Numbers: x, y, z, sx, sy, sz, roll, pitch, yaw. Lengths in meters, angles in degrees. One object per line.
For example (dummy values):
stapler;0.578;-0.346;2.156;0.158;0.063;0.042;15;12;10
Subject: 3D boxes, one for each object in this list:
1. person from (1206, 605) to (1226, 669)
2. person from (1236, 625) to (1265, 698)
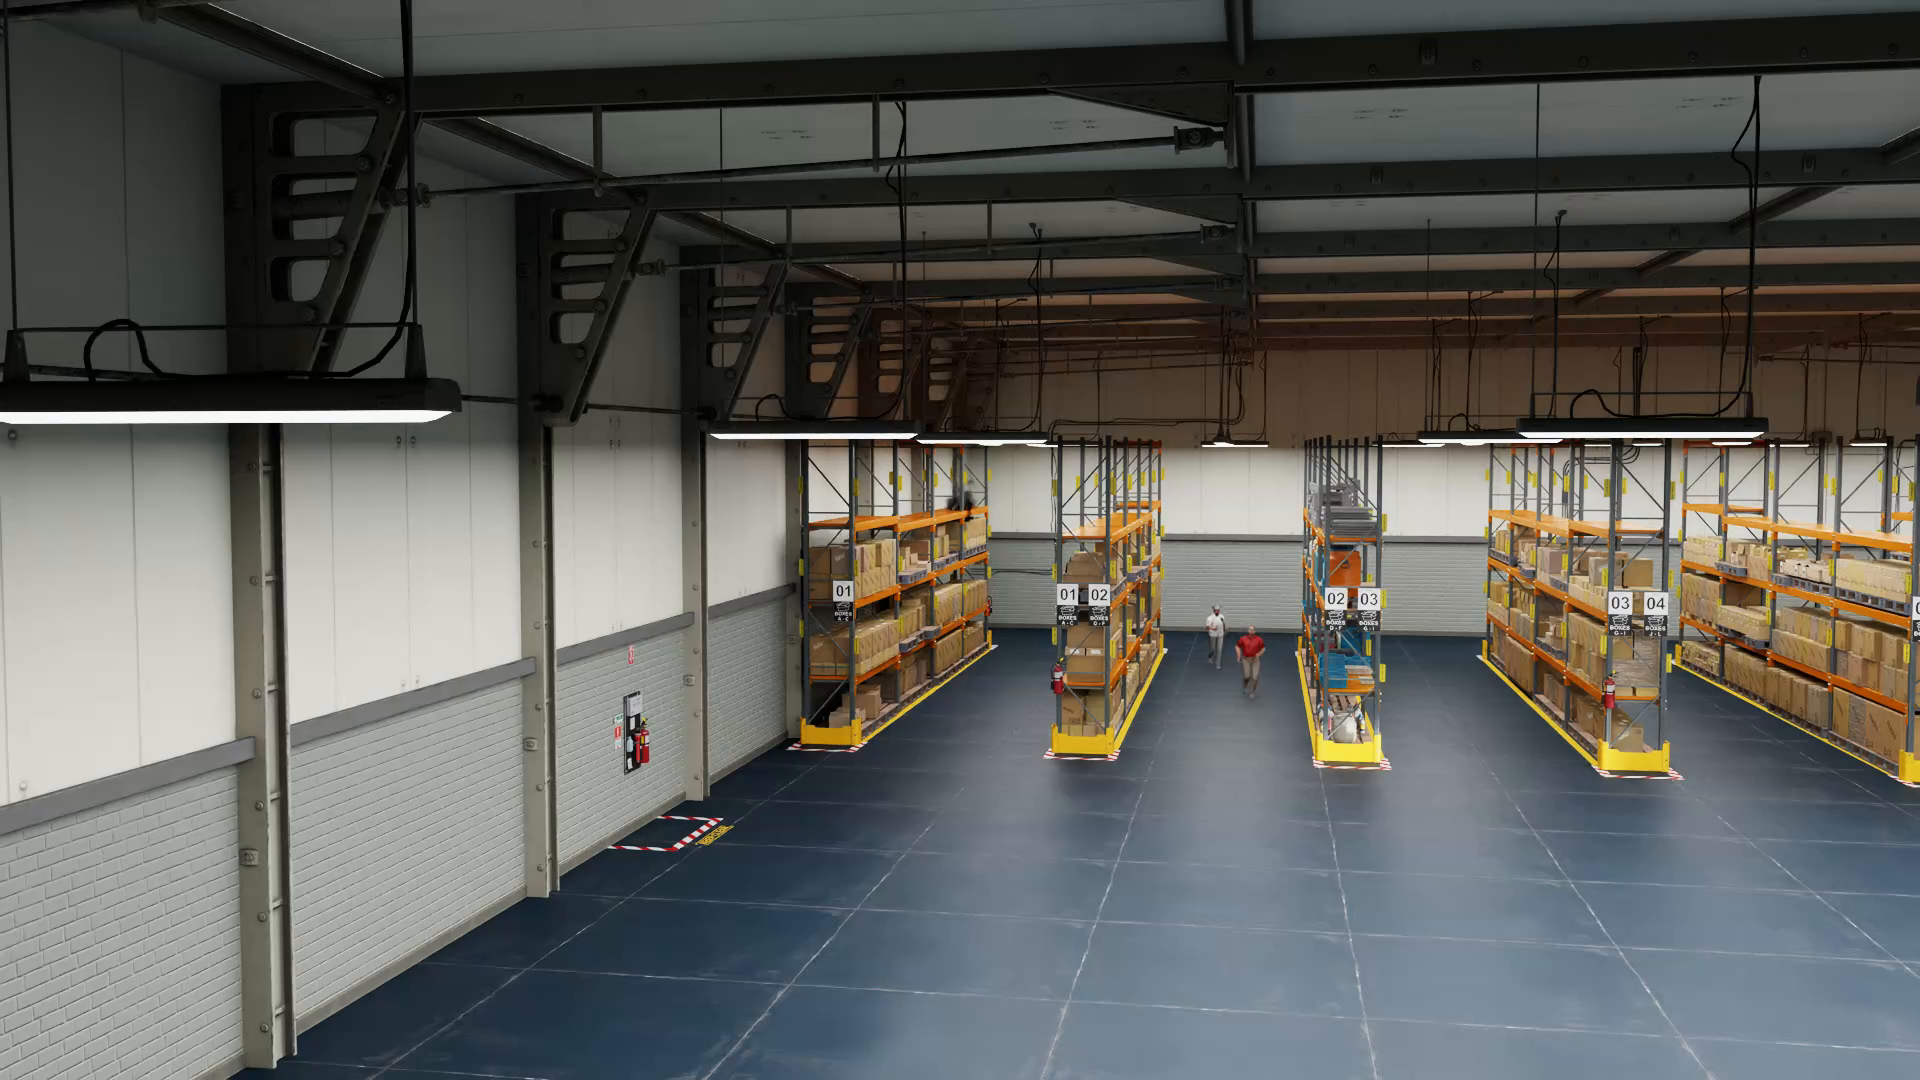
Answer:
person;6.720;2.518;43.638;0.578;1.670;0.806;0;3;-6
person;6.701;2.814;38.289;0.665;1.679;0.593;0;3;4
